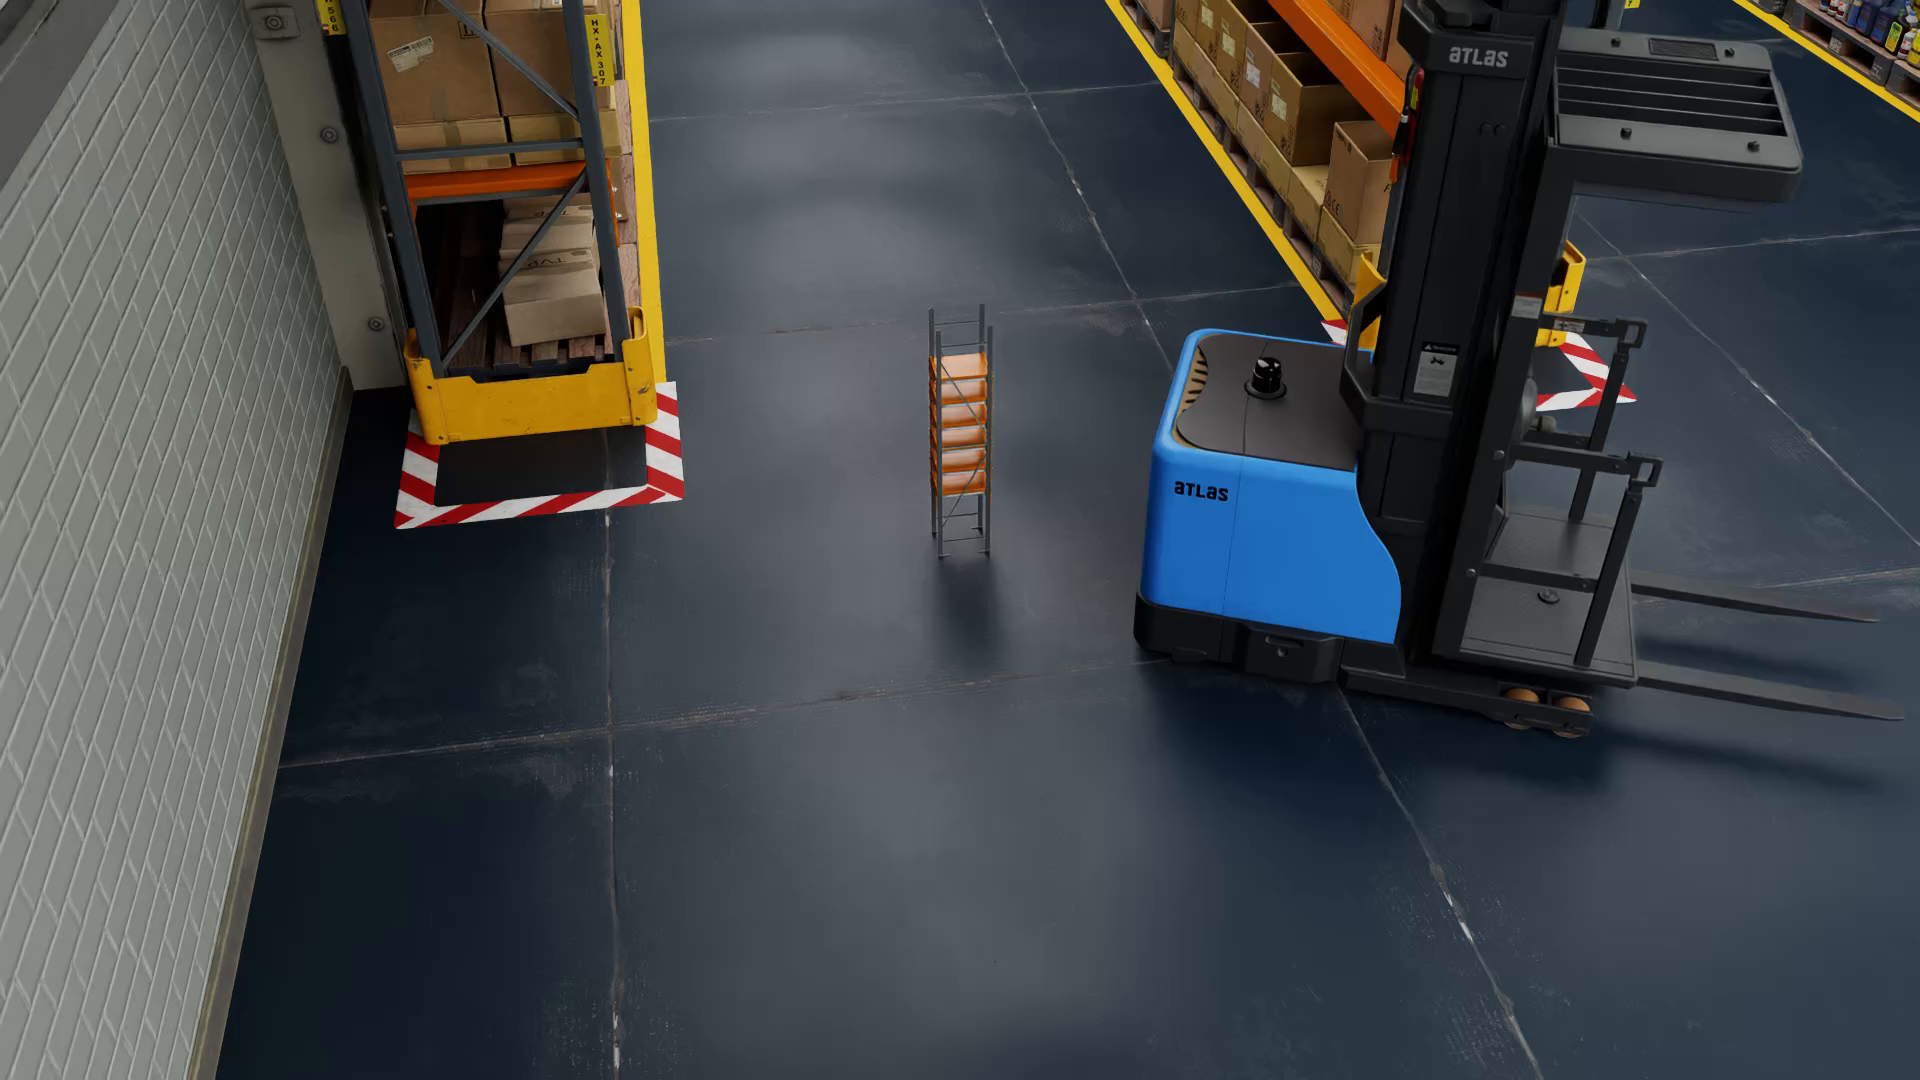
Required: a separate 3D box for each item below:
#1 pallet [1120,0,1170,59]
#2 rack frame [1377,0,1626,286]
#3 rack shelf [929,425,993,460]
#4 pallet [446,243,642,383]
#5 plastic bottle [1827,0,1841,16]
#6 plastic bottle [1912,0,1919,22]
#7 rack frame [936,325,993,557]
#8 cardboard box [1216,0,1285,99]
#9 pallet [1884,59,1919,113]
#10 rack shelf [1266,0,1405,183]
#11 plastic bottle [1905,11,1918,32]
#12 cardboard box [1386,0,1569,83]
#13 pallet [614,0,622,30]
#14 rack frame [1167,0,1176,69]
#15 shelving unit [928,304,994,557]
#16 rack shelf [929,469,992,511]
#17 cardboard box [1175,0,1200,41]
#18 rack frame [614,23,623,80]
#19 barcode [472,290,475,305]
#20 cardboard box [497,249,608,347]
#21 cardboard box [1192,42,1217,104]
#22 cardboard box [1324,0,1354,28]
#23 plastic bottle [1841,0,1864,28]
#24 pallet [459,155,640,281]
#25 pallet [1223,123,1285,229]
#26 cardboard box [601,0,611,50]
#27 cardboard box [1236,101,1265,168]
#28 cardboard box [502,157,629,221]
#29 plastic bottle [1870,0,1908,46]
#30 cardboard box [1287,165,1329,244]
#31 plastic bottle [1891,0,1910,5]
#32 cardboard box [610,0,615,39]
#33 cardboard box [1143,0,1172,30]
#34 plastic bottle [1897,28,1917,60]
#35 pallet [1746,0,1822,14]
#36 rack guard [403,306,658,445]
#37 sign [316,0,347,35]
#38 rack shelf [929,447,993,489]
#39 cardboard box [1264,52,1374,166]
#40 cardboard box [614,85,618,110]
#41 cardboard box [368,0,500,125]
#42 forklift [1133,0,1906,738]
[{"bbox_3d":[1.867,-4.068,12.814,1.003,0.211,1.213,-6,38,-8],"label":"pallet"},{"bbox_3d":[2.736,-2.312,8.281,1.000,3.000,0.127,-6,38,-8],"label":"rack frame"},{"bbox_3d":[0.003,-0.430,7.398,0.258,0.103,0.180,-6,38,-8],"label":"rack shelf"},{"bbox_3d":[-2.261,-1.216,9.143,1.003,0.211,1.213,-6,38,-8],"label":"pallet"},{"bbox_3d":[6.554,-4.026,12.410,0.097,0.201,0.097,0,38,0],"label":"plastic bottle"},{"bbox_3d":[7.167,-4.013,12.271,0.144,0.351,0.185,-6,38,-8],"label":"plastic bottle"},{"bbox_3d":[0.019,-0.410,7.300,0.240,1.200,0.006,-6,38,-8],"label":"rack frame"},{"bbox_3d":[1.983,-3.186,10.694,0.500,0.500,0.500,-6,38,-8],"label":"cardboard box"},{"bbox_3d":[7.206,-3.009,11.451,1.003,0.211,1.213,-6,38,-8],"label":"pallet"},{"bbox_3d":[2.385,-3.236,10.057,1.077,0.370,4.000,-6,38,-8],"label":"rack shelf"},{"bbox_3d":[6.741,-3.624,11.835,0.097,0.271,0.097,0,38,0],"label":"plastic bottle"},{"bbox_3d":[2.667,-2.635,8.615,0.700,0.500,0.500,-6,38,-8],"label":"cardboard box"},{"bbox_3d":[-3.197,-4.300,13.113,1.003,0.211,1.213,-6,38,-8],"label":"pallet"},{"bbox_3d":[2.035,-4.728,11.391,1.000,3.000,0.127,-6,38,-8],"label":"rack frame"},{"bbox_3d":[0.003,-0.465,7.371,0.258,1.200,0.189,-6,38,-8],"label":"shelving unit"},{"bbox_3d":[0.003,-0.240,7.545,0.258,0.103,0.180,-6,38,-8],"label":"rack shelf"},{"bbox_3d":[1.808,-3.790,11.472,0.500,0.500,0.500,-6,38,-8],"label":"cardboard box"},{"bbox_3d":[-2.842,-4.193,10.702,1.000,3.000,0.127,-6,38,-8],"label":"rack frame"},{"bbox_3d":[-2.570,-1.288,8.789,0.001,0.075,0.075,-6,38,-8],"label":"barcode"},{"bbox_3d":[-2.173,-1.316,8.833,0.500,0.311,0.500,-10,39,-13],"label":"cardboard box"},{"bbox_3d":[1.900,-3.193,11.314,0.500,0.250,0.500,-6,38,-8],"label":"cardboard box"},{"bbox_3d":[2.488,-3.252,9.410,0.700,0.500,0.500,-6,38,-8],"label":"cardboard box"},{"bbox_3d":[6.620,-3.925,12.218,0.152,0.276,0.135,-5,38,-6],"label":"plastic bottle"},{"bbox_3d":[-2.472,-1.952,10.090,1.003,0.211,1.213,-6,38,-8],"label":"pallet"},{"bbox_3d":[2.350,-2.404,10.672,1.003,0.211,1.213,-6,38,-8],"label":"pallet"},{"bbox_3d":[-2.005,-2.642,8.201,0.500,0.500,0.500,-6,38,-8],"label":"cardboard box"},{"bbox_3d":[2.076,-2.589,10.536,0.500,0.250,0.500,-6,38,-8],"label":"cardboard box"},{"bbox_3d":[-2.353,-2.184,9.795,0.700,0.500,0.500,-9,39,-11],"label":"cardboard box"},{"bbox_3d":[6.678,-3.740,11.920,0.144,0.351,0.185,-8,39,-10],"label":"plastic bottle"},{"bbox_3d":[2.251,-1.985,9.759,0.500,0.250,0.500,-6,38,-8],"label":"cardboard box"},{"bbox_3d":[6.787,-3.870,12.086,0.144,0.351,0.185,-6,38,-8],"label":"plastic bottle"},{"bbox_3d":[-2.188,-2.981,9.247,0.500,0.250,0.500,-6,38,-8],"label":"cardboard box"},{"bbox_3d":[1.676,-4.027,12.388,0.500,0.250,0.500,-7,38,-8],"label":"cardboard box"},{"bbox_3d":[6.704,-3.508,11.742,0.097,0.201,0.097,0,38,0],"label":"plastic bottle"},{"bbox_3d":[6.736,-4.628,13.534,1.003,0.211,1.213,-6,38,-8],"label":"pallet"},{"bbox_3d":[-2.154,-0.836,8.418,1.175,0.500,0.348,-6,38,-8],"label":"rack guard"},{"bbox_3d":[-2.690,-2.311,7.079,0.100,0.325,0.005,-6,38,-8],"label":"sign"},{"bbox_3d":[0.003,-0.335,7.472,0.258,0.103,0.180,-6,38,-8],"label":"rack shelf"},{"bbox_3d":[2.159,-2.582,9.917,0.500,0.500,0.500,-6,38,-8],"label":"cardboard box"},{"bbox_3d":[-2.019,-2.367,8.457,0.500,0.250,0.500,-7,38,-9],"label":"cardboard box"},{"bbox_3d":[-2.432,-2.284,7.739,0.500,0.500,0.500,-7,38,-8],"label":"cardboard box"},{"bbox_3d":[2.316,-0.722,6.290,3.031,2.935,1.130,9,39,12],"label":"forklift"}]
